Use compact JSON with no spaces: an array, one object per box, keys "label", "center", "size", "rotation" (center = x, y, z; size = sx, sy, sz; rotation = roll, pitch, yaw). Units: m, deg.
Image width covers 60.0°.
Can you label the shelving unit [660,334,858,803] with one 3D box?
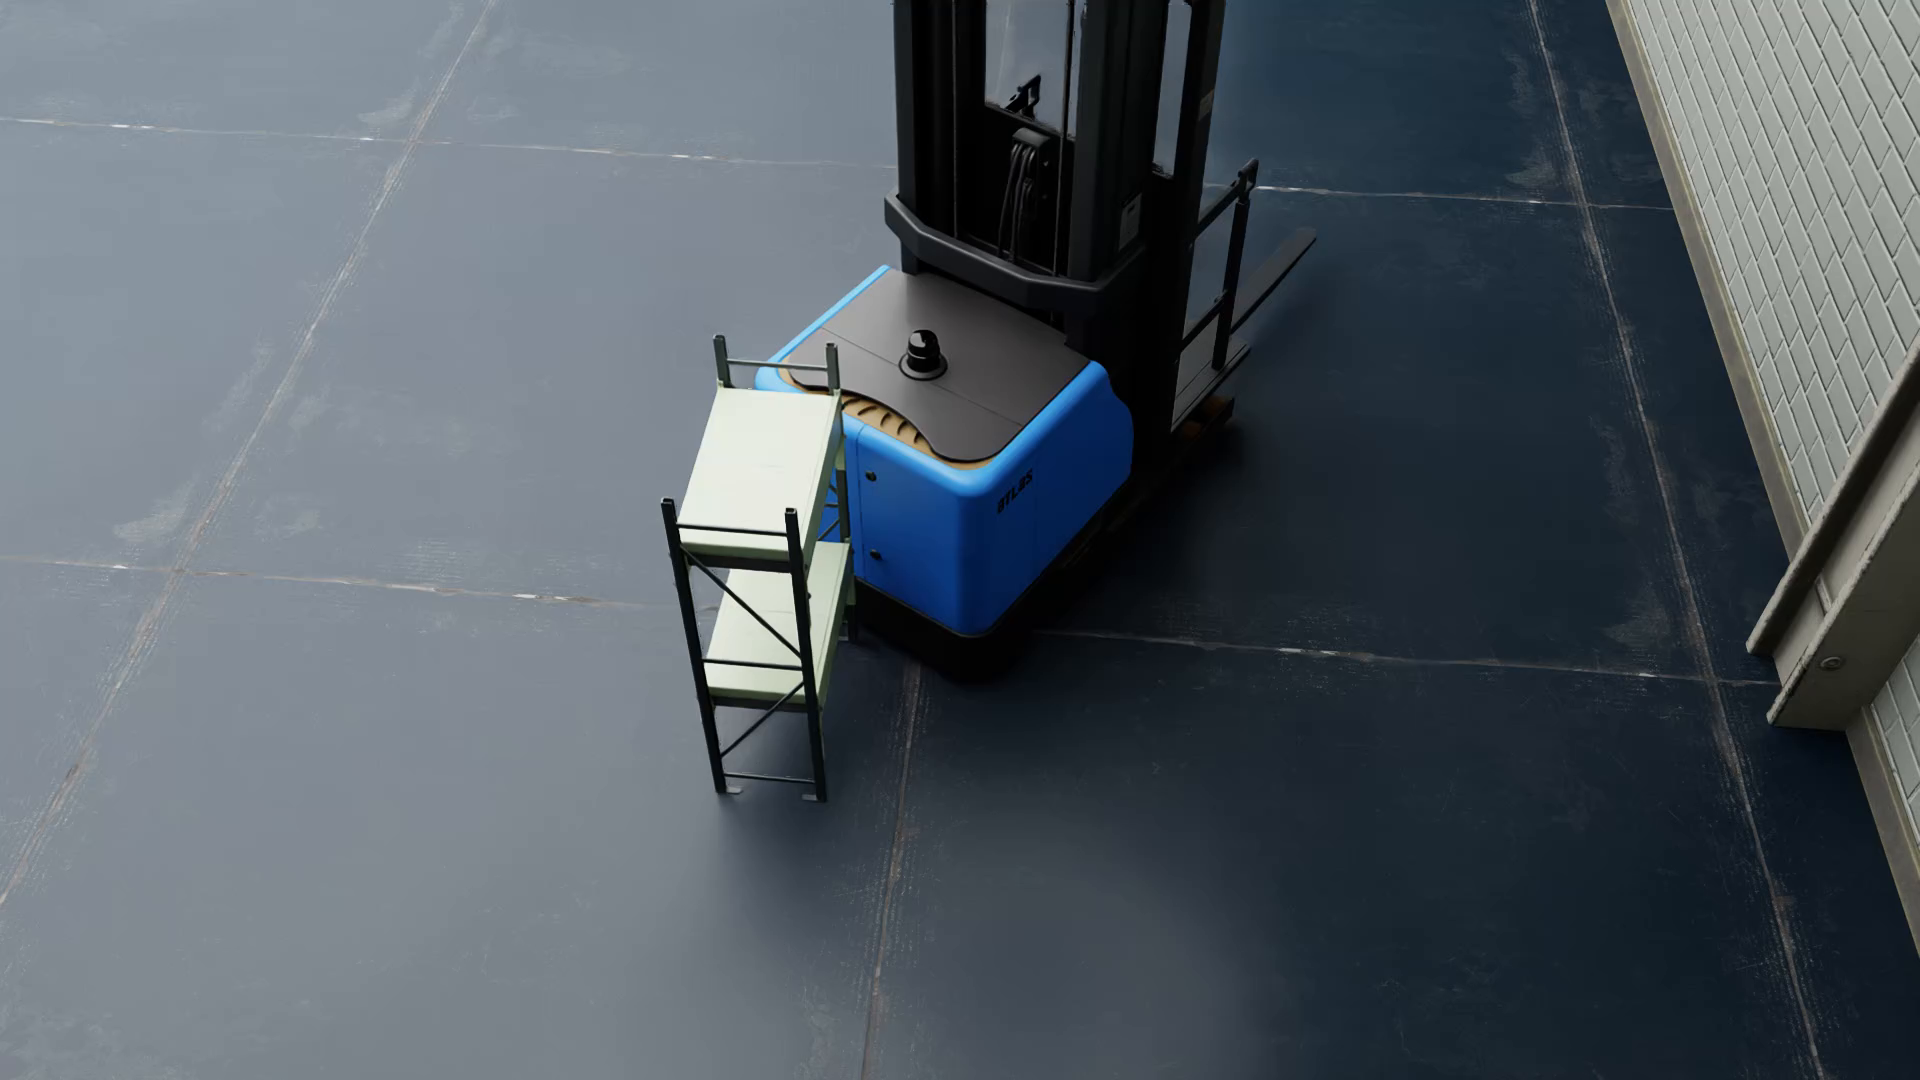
[{"label":"shelving unit","center":[-0.633,0.137,5.634],"size":[0.431,1.500,0.755],"rotation":[5,48,4]}]

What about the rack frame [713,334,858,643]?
[{"label":"rack frame","center":[-0.593,-0.132,5.880],"size":[0.400,1.500,0.023],"rotation":[5,48,4]}]

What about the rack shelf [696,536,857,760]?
[{"label":"rack shelf","center":[-0.633,0.357,5.875],"size":[0.431,0.370,0.720],"rotation":[5,48,4]}]

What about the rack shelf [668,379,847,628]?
[{"label":"rack shelf","center":[-0.633,-0.127,5.346],"size":[0.431,0.370,0.720],"rotation":[5,48,4]}]

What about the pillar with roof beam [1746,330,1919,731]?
[{"label":"pillar with roof beam","center":[-1.121,-2.777,3.217],"size":[9.100,9.000,0.400],"rotation":[4,48,4]}]

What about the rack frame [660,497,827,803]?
[{"label":"rack frame","center":[-0.673,0.405,5.389],"size":[0.400,1.500,0.023],"rotation":[5,48,4]}]

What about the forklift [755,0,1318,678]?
[{"label":"forklift","center":[0.524,-1.527,6.186],"size":[1.130,2.935,3.031],"rotation":[28,53,23]}]
